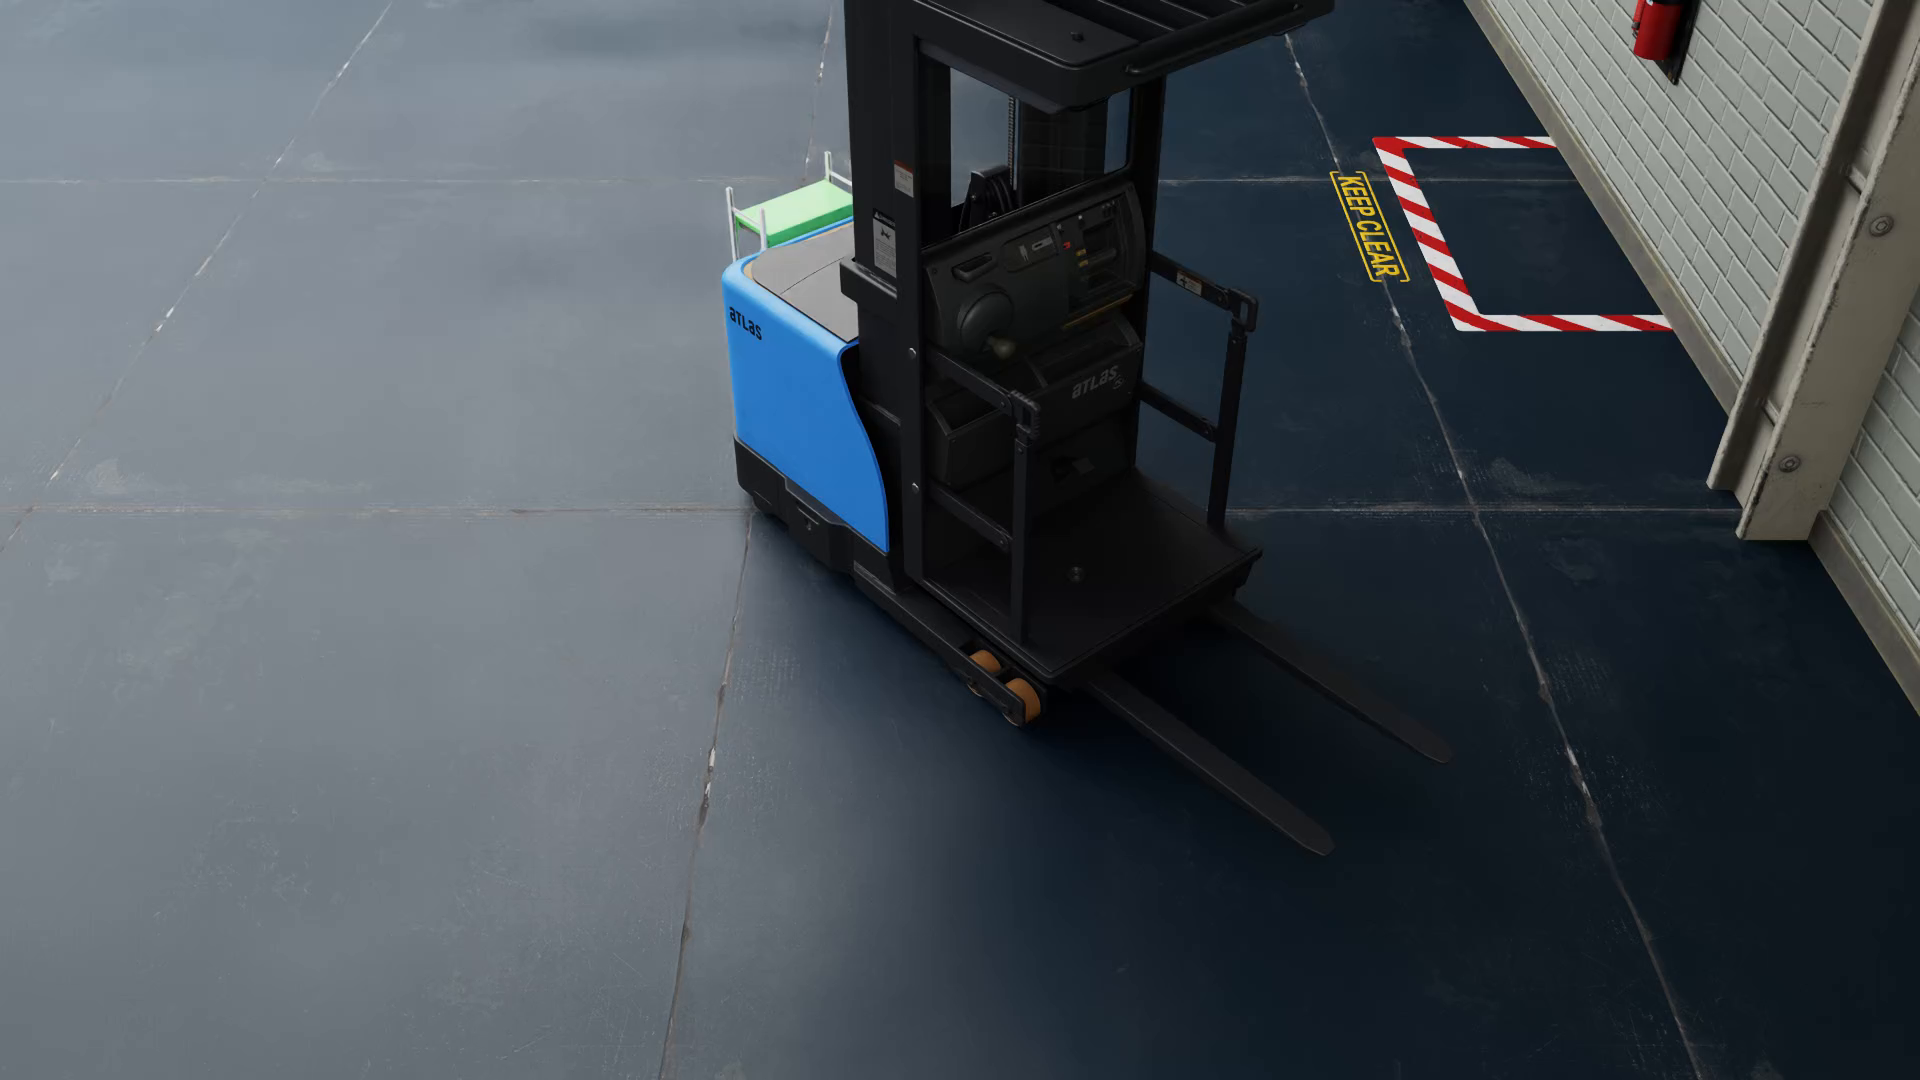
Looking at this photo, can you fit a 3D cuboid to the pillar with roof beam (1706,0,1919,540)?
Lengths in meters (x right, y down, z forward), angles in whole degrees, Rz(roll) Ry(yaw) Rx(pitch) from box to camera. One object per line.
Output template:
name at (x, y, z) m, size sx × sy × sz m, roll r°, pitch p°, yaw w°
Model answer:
pillar with roof beam at (-0.984, -3.634, 4.089) m, size 9.100 × 9.000 × 0.400 m, roll 0°, pitch 39°, yaw 0°

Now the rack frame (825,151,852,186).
rack frame at (-0.470, -1.067, 7.122) m, size 0.015 × 1.200 × 0.240 m, roll -28°, pitch 47°, yaw -31°

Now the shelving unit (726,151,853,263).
shelving unit at (-0.655, -0.967, 6.997) m, size 0.503 × 1.200 × 0.258 m, roll -28°, pitch 47°, yaw -31°

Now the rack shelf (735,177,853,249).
rack shelf at (-0.655, -1.292, 6.737) m, size 0.480 × 0.148 × 0.258 m, roll -28°, pitch 47°, yaw -31°

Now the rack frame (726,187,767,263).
rack frame at (-0.839, -0.867, 6.873) m, size 0.015 × 1.200 × 0.240 m, roll -28°, pitch 47°, yaw -31°

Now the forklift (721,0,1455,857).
forklift at (0.408, -0.843, 5.458) m, size 1.130 × 2.935 × 3.031 m, roll -28°, pitch 46°, yaw -30°

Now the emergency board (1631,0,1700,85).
emergency board at (3.357, -2.841, 7.897) m, size 0.194 × 1.169 × 0.643 m, roll 0°, pitch 39°, yaw 0°
